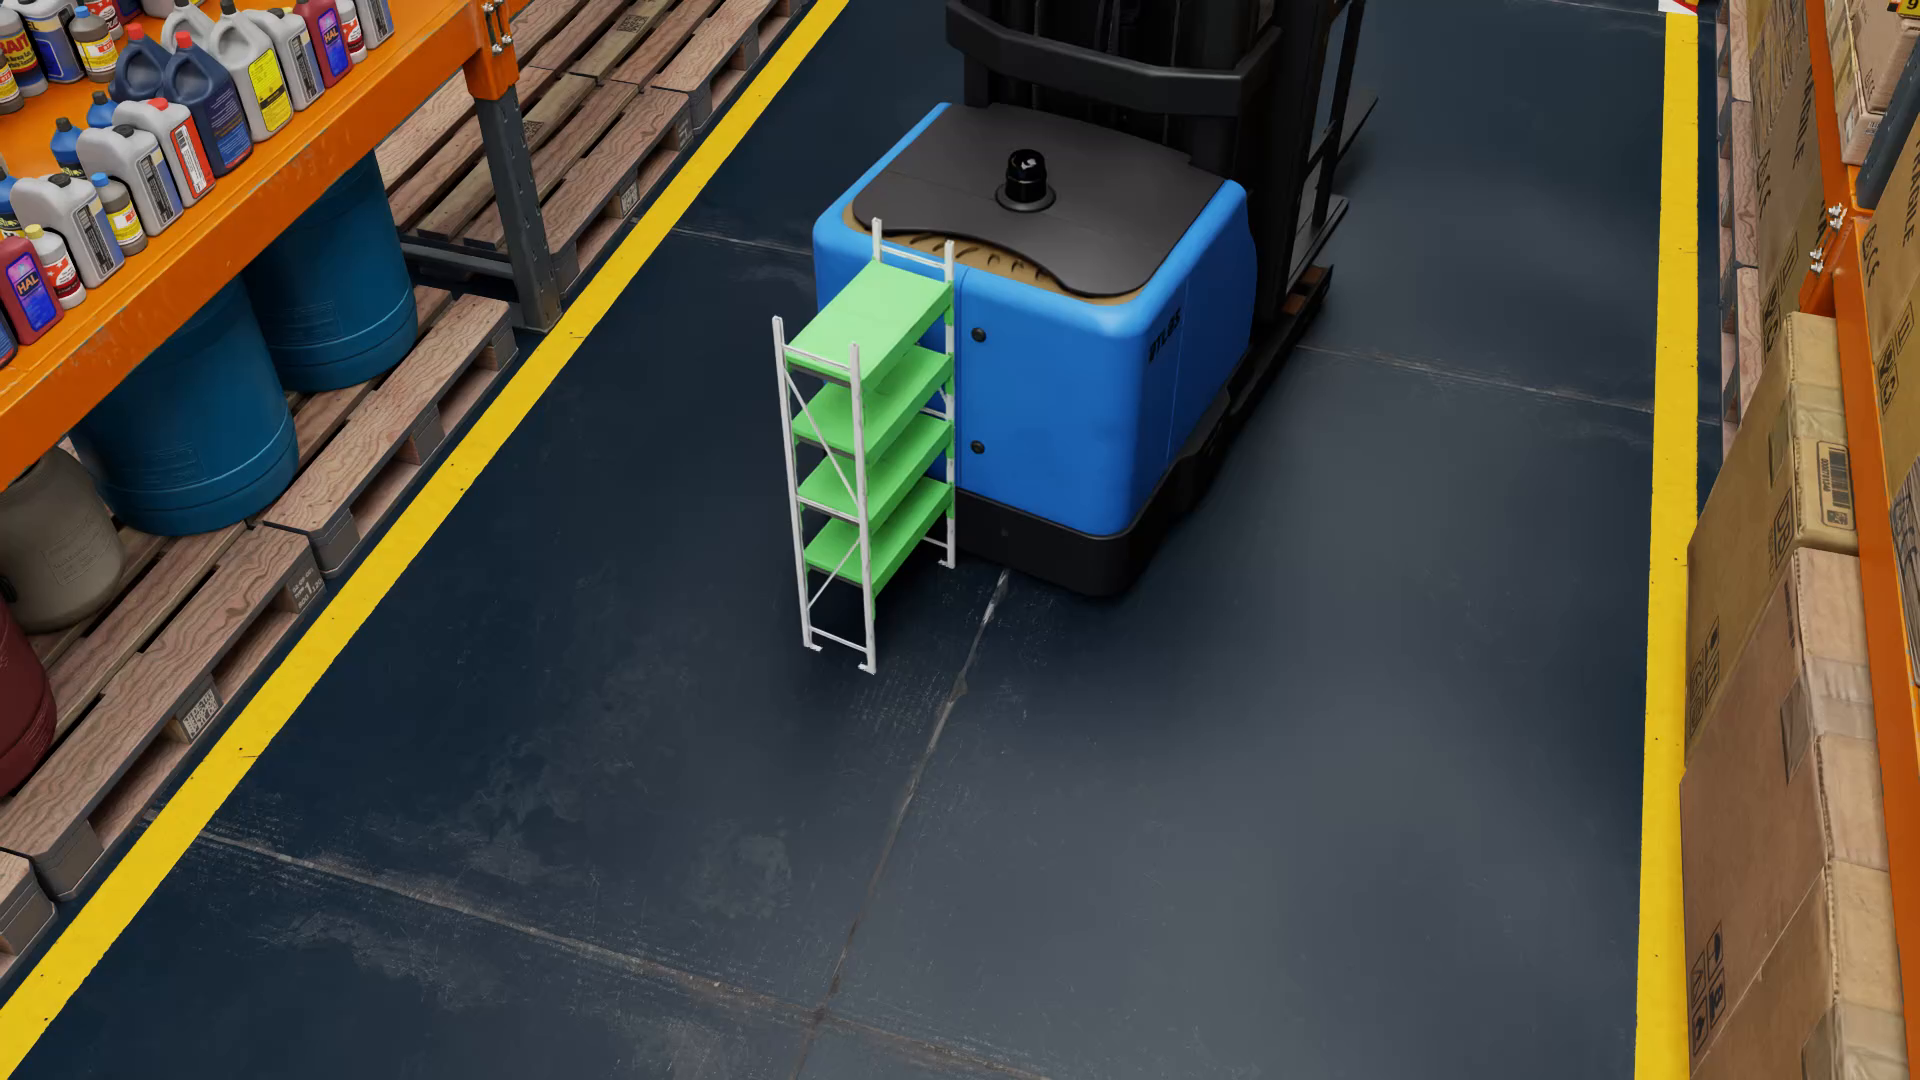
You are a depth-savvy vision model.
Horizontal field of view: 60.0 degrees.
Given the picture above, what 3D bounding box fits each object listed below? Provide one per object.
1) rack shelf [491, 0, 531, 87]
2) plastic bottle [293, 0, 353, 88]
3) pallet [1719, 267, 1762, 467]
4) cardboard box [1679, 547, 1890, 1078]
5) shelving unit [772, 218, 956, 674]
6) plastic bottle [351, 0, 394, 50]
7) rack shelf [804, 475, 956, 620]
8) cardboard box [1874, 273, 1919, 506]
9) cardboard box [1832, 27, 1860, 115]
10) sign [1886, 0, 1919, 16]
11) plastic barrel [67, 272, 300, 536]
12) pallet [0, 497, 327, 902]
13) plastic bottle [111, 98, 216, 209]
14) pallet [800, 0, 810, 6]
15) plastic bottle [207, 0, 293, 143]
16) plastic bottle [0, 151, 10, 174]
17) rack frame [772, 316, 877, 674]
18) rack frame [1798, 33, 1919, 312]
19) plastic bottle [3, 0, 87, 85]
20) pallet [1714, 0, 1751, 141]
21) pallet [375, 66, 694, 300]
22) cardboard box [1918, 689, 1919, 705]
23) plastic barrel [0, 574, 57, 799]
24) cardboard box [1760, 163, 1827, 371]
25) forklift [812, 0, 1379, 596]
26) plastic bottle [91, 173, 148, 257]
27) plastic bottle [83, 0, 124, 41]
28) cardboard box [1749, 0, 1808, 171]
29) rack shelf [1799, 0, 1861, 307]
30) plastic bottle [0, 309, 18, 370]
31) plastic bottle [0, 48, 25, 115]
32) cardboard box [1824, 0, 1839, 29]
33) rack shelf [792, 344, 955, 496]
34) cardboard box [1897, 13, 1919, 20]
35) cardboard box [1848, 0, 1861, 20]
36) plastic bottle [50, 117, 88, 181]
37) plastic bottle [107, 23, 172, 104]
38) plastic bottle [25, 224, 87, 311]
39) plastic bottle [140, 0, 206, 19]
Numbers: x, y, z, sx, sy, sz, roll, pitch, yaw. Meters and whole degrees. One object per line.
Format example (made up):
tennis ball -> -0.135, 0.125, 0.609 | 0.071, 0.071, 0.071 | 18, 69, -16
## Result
rack shelf -> -1.341, -3.033, 6.719 | 1.077, 0.370, 4.000 | 13, 46, 13
plastic bottle -> -1.784, -1.420, 4.640 | 0.061, 0.283, 0.133 | 13, 46, 13
pallet -> 3.079, -0.401, 5.509 | 1.003, 0.211, 1.213 | 13, 46, 13
cardboard box -> 2.330, 0.728, 3.580 | 1.225, 0.875, 0.875 | 11, 45, 11
shelving unit -> -0.238, -0.231, 4.628 | 0.258, 1.200, 0.503 | 20, 48, 20
plastic bottle -> -1.758, -1.581, 4.810 | 0.152, 0.276, 0.135 | 13, 46, 13
rack shelf -> -0.239, -0.014, 4.841 | 0.258, 0.148, 0.480 | 20, 48, 20
cardboard box -> 2.245, -0.355, 3.396 | 0.500, 0.500, 0.500 | 13, 46, 13
cardboard box -> 2.632, -1.263, 4.575 | 0.380, 0.149, 0.250 | 13, 46, 13
sign -> 2.245, -1.362, 3.822 | 0.100, 0.325, 0.005 | 13, 46, 13
plastic barrel -> -2.342, -0.526, 4.843 | 0.600, 0.901, 0.708 | 13, 46, 13
pallet -> -2.587, 0.361, 4.730 | 1.003, 0.211, 1.213 | 13, 46, 13
plastic bottle -> -2.021, -1.002, 4.218 | 0.152, 0.276, 0.135 | 13, 46, 13
pallet -> -1.022, -3.085, 8.252 | 1.003, 0.211, 1.213 | 13, 46, 13
plastic bottle -> -1.913, -1.257, 4.425 | 0.144, 0.351, 0.185 | 13, 46, 13
plastic bottle -> -2.585, -1.035, 4.252 | 0.152, 0.276, 0.135 | 13, 46, 13
rack frame -> -0.353, -0.080, 4.474 | 0.240, 1.200, 0.015 | 20, 48, 20
rack frame -> 2.774, -0.908, 4.033 | 1.000, 3.000, 0.127 | 13, 46, 13
plastic bottle -> -2.560, -1.441, 4.666 | 0.152, 0.276, 0.135 | 13, 46, 13
pallet -> 3.818, -2.028, 7.171 | 1.003, 0.211, 1.213 | 13, 46, 13
pallet -> -1.761, -1.459, 6.590 | 1.003, 0.211, 1.213 | 13, 46, 13
cardboard box -> 1.942, 0.324, 2.702 | 0.500, 0.500, 0.500 | 13, 46, 13
plastic barrel -> -2.684, 0.339, 4.183 | 0.600, 0.588, 0.708 | 13, 46, 13
cardboard box -> 3.050, -0.722, 5.062 | 0.875, 0.875, 0.875 | 13, 46, 13
forklift -> 0.707, -1.908, 5.104 | 1.130, 2.935, 3.031 | 20, 48, 20
plastic bottle -> -2.071, -0.802, 4.067 | 0.097, 0.201, 0.097 | 0, 44, 0
plastic bottle -> -2.522, -1.562, 4.844 | 0.097, 0.201, 0.097 | 0, 44, 0
cardboard box -> 3.592, -1.915, 6.281 | 0.875, 0.875, 0.875 | 13, 46, 13
rack shelf -> 3.380, -1.984, 5.647 | 1.077, 0.370, 4.000 | 13, 46, 13
plastic bottle -> -2.246, -0.523, 3.675 | 0.144, 0.351, 0.185 | 13, 46, 13
plastic bottle -> -2.651, -1.278, 4.553 | 0.097, 0.201, 0.097 | 0, 44, 0
cardboard box -> 2.788, -1.605, 4.925 | 0.380, 0.149, 0.250 | 13, 46, 13
rack shelf -> -0.238, -0.357, 4.505 | 0.258, 0.148, 0.480 | 20, 48, 20
cardboard box -> 2.658, -1.592, 4.090 | 0.500, 0.500, 0.500 | 14, 46, 14
cardboard box -> 2.812, -1.656, 4.692 | 0.500, 0.250, 0.500 | 14, 46, 14
plastic bottle -> -2.186, -0.924, 4.142 | 0.097, 0.271, 0.097 | 0, 44, 0
plastic bottle -> -2.106, -1.165, 4.331 | 0.144, 0.351, 0.185 | 13, 46, 13
plastic bottle -> -2.141, -0.648, 3.909 | 0.097, 0.201, 0.097 | 0, 44, 0
plastic bottle -> -2.374, -1.746, 4.925 | 0.144, 0.351, 0.185 | 13, 46, 13
